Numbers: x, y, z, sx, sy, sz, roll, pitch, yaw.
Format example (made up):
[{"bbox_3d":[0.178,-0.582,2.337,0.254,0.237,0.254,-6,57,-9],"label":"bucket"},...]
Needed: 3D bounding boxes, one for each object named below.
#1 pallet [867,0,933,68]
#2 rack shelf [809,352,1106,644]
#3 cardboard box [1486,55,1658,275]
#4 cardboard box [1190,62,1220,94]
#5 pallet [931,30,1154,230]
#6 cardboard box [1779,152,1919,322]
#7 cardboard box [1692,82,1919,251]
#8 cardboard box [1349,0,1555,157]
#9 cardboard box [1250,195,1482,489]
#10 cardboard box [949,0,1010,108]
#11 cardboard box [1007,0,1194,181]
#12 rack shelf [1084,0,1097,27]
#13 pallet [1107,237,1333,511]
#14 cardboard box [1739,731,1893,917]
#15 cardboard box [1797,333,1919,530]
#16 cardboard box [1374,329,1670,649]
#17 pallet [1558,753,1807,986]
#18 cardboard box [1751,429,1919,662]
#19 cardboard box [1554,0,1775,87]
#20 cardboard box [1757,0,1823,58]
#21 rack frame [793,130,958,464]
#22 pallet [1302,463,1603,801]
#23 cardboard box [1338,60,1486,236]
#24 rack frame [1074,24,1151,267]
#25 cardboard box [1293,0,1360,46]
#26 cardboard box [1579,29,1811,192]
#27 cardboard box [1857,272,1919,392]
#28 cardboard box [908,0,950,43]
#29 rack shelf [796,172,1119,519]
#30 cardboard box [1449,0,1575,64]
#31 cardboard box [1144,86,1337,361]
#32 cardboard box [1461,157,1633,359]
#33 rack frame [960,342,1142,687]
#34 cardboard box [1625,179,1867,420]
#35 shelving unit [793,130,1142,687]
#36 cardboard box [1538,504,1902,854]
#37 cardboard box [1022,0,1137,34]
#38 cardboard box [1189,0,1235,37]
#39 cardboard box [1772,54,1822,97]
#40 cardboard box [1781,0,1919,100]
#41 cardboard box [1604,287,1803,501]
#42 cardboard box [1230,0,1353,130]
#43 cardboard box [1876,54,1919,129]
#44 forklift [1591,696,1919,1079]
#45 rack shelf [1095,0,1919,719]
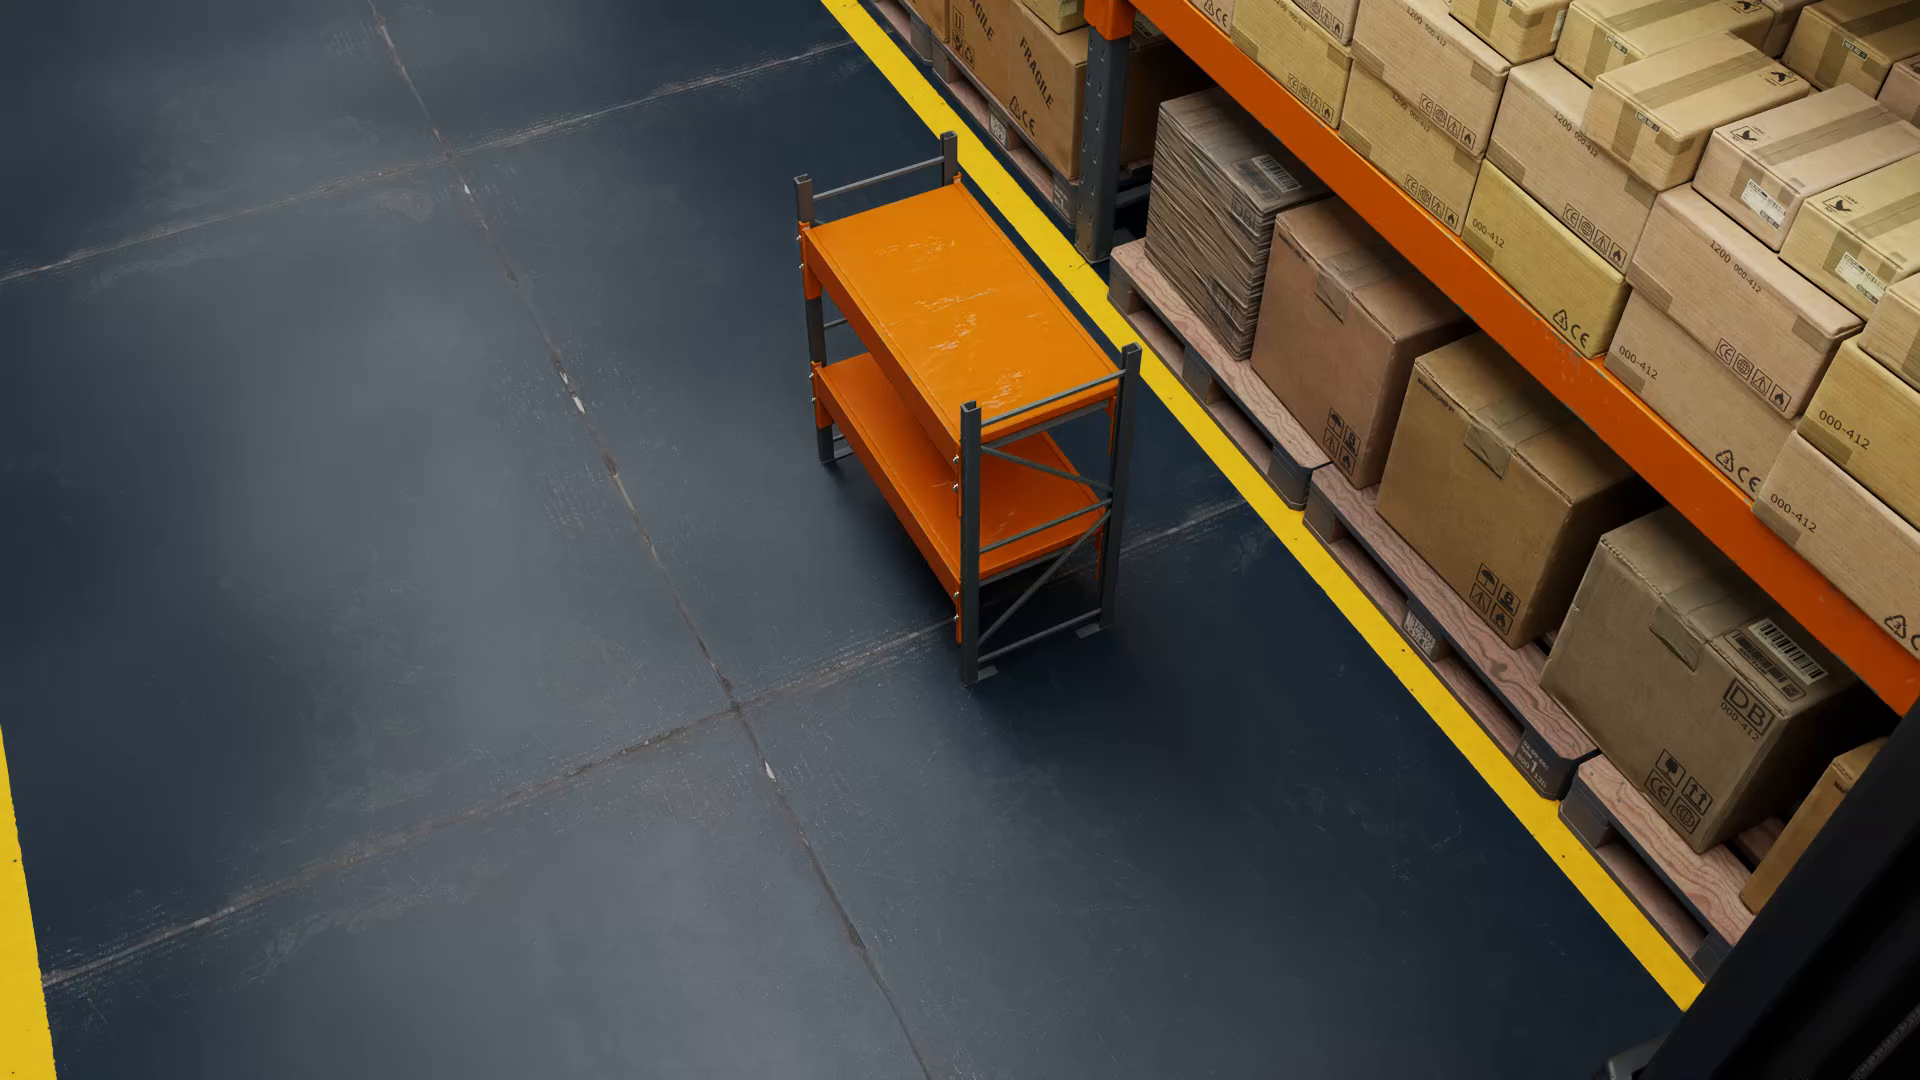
[{"bbox_3d":[0.036,-2.618,7.400,1.003,0.211,1.213,-21,52,-18],"label":"pallet"},{"bbox_3d":[-0.003,-0.214,5.015,0.538,0.278,1.000,-21,52,-18],"label":"rack shelf"},{"bbox_3d":[1.592,-0.917,3.827,0.500,0.250,0.500,-20,52,-17],"label":"cardboard box"},{"bbox_3d":[0.954,-1.902,6.302,0.500,0.500,0.500,-19,52,-16],"label":"cardboard box"},{"bbox_3d":[0.590,-1.803,6.687,1.003,0.211,1.213,-21,52,-18],"label":"pallet"},{"bbox_3d":[1.873,-0.605,3.289,0.380,0.149,0.250,-22,52,-18],"label":"cardboard box"},{"bbox_3d":[1.764,-0.775,3.437,0.380,0.149,0.250,-21,52,-17],"label":"cardboard box"},{"bbox_3d":[1.335,-1.250,4.118,0.500,0.250,0.500,-22,53,-18],"label":"cardboard box"},{"bbox_3d":[1.477,-0.708,5.175,0.875,0.625,0.625,-20,52,-16],"label":"cardboard box"},{"bbox_3d":[0.294,-2.071,6.450,0.500,0.500,0.500,-22,52,-18],"label":"cardboard box"},{"bbox_3d":[0.513,-1.732,6.154,0.500,0.500,0.500,-20,52,-16],"label":"cardboard box"},{"bbox_3d":[-0.017,-3.310,6.630,1.077,0.370,4.000,-21,52,-18],"label":"rack shelf"},{"bbox_3d":[1.240,-0.726,5.744,1.003,0.211,1.213,-21,52,-18],"label":"pallet"},{"bbox_3d":[2.480,0.767,3.885,0.875,0.625,0.625,-19,52,-16],"label":"cardboard box"},{"bbox_3d":[2.035,-0.229,3.225,0.500,0.250,0.500,-22,53,-18],"label":"cardboard box"},{"bbox_3d":[1.785,-0.257,4.781,0.875,0.625,0.625,-23,53,-19],"label":"cardboard box"},{"bbox_3d":[2.357,0.907,4.316,1.003,0.211,1.213,-21,52,-18],"label":"pallet"},{"bbox_3d":[2.030,-0.063,3.412,0.500,0.250,0.500,-21,52,-18],"label":"cardboard box"},{"bbox_3d":[1.587,-1.139,3.756,0.380,0.149,0.250,-21,52,-18],"label":"cardboard box"},{"bbox_3d":[1.946,-1.286,3.884,0.380,0.149,0.250,-20,52,-17],"label":"cardboard box"},{"bbox_3d":[-0.236,-0.715,5.128,0.500,1.125,0.032,-21,52,-18],"label":"rack frame"},{"bbox_3d":[1.794,0.090,5.031,1.003,0.211,1.213,-21,52,-18],"label":"pallet"},{"bbox_3d":[1.351,-1.097,4.316,0.500,0.250,0.500,-23,53,-19],"label":"cardboard box"},{"bbox_3d":[0.898,-2.208,5.188,1.000,3.000,0.127,-21,52,-18],"label":"rack frame"},{"bbox_3d":[1.112,-1.607,4.430,0.500,0.250,0.500,-20,52,-16],"label":"cardboard box"},{"bbox_3d":[1.573,-0.925,3.569,0.380,0.149,0.250,-22,53,-18],"label":"cardboard box"},{"bbox_3d":[1.937,-0.408,3.117,0.380,0.149,0.250,-23,53,-19],"label":"cardboard box"},{"bbox_3d":[0.052,-2.420,6.756,0.500,0.500,0.500,-19,52,-16],"label":"cardboard box"},{"bbox_3d":[-0.003,-0.568,4.610,0.538,0.278,1.000,-21,52,-18],"label":"rack shelf"},{"bbox_3d":[1.382,-1.280,3.879,0.380,0.149,0.250,-20,52,-17],"label":"cardboard box"},{"bbox_3d":[1.171,-1.142,5.555,0.875,0.625,0.625,-20,52,-16],"label":"cardboard box"},{"bbox_3d":[1.587,-0.749,4.012,0.500,0.250,0.500,-20,52,-16],"label":"cardboard box"},{"bbox_3d":[0.230,-0.035,4.533,0.500,1.125,0.032,-21,52,-18],"label":"rack frame"},{"bbox_3d":[1.806,-0.573,3.526,0.500,0.250,0.500,-20,52,-17],"label":"cardboard box"},{"bbox_3d":[-0.003,-0.375,4.831,0.538,1.125,1.048,-21,52,-18],"label":"shelving unit"},{"bbox_3d":[2.131,0.245,4.341,0.875,0.625,0.625,-22,52,-18],"label":"cardboard box"},{"bbox_3d":[0.447,-1.980,5.940,0.380,0.149,0.250,-24,53,-19],"label":"cardboard box"},{"bbox_3d":[0.884,-1.778,4.912,0.500,0.250,0.500,-21,52,-17],"label":"cardboard box"},{"bbox_3d":[2.036,-1.101,3.988,0.500,0.250,0.500,-22,52,-18],"label":"cardboard box"},{"bbox_3d":[2.102,-1.123,3.742,0.380,0.149,0.250,-21,52,-17],"label":"cardboard box"},{"bbox_3d":[1.830,-0.406,3.712,0.500,0.250,0.500,-21,52,-17],"label":"cardboard box"},{"bbox_3d":[1.109,-1.439,4.616,0.500,0.250,0.500,-22,52,-18],"label":"cardboard box"},{"bbox_3d":[2.222,-0.958,3.598,0.380,0.149,0.250,-22,52,-18],"label":"cardboard box"},{"bbox_3d":[1.884,0.900,2.515,3.031,2.935,1.130,-17,51,-14],"label":"forklift"},{"bbox_3d":[1.813,-0.633,4.289,1.077,0.370,4.000,-21,52,-18],"label":"rack shelf"}]
